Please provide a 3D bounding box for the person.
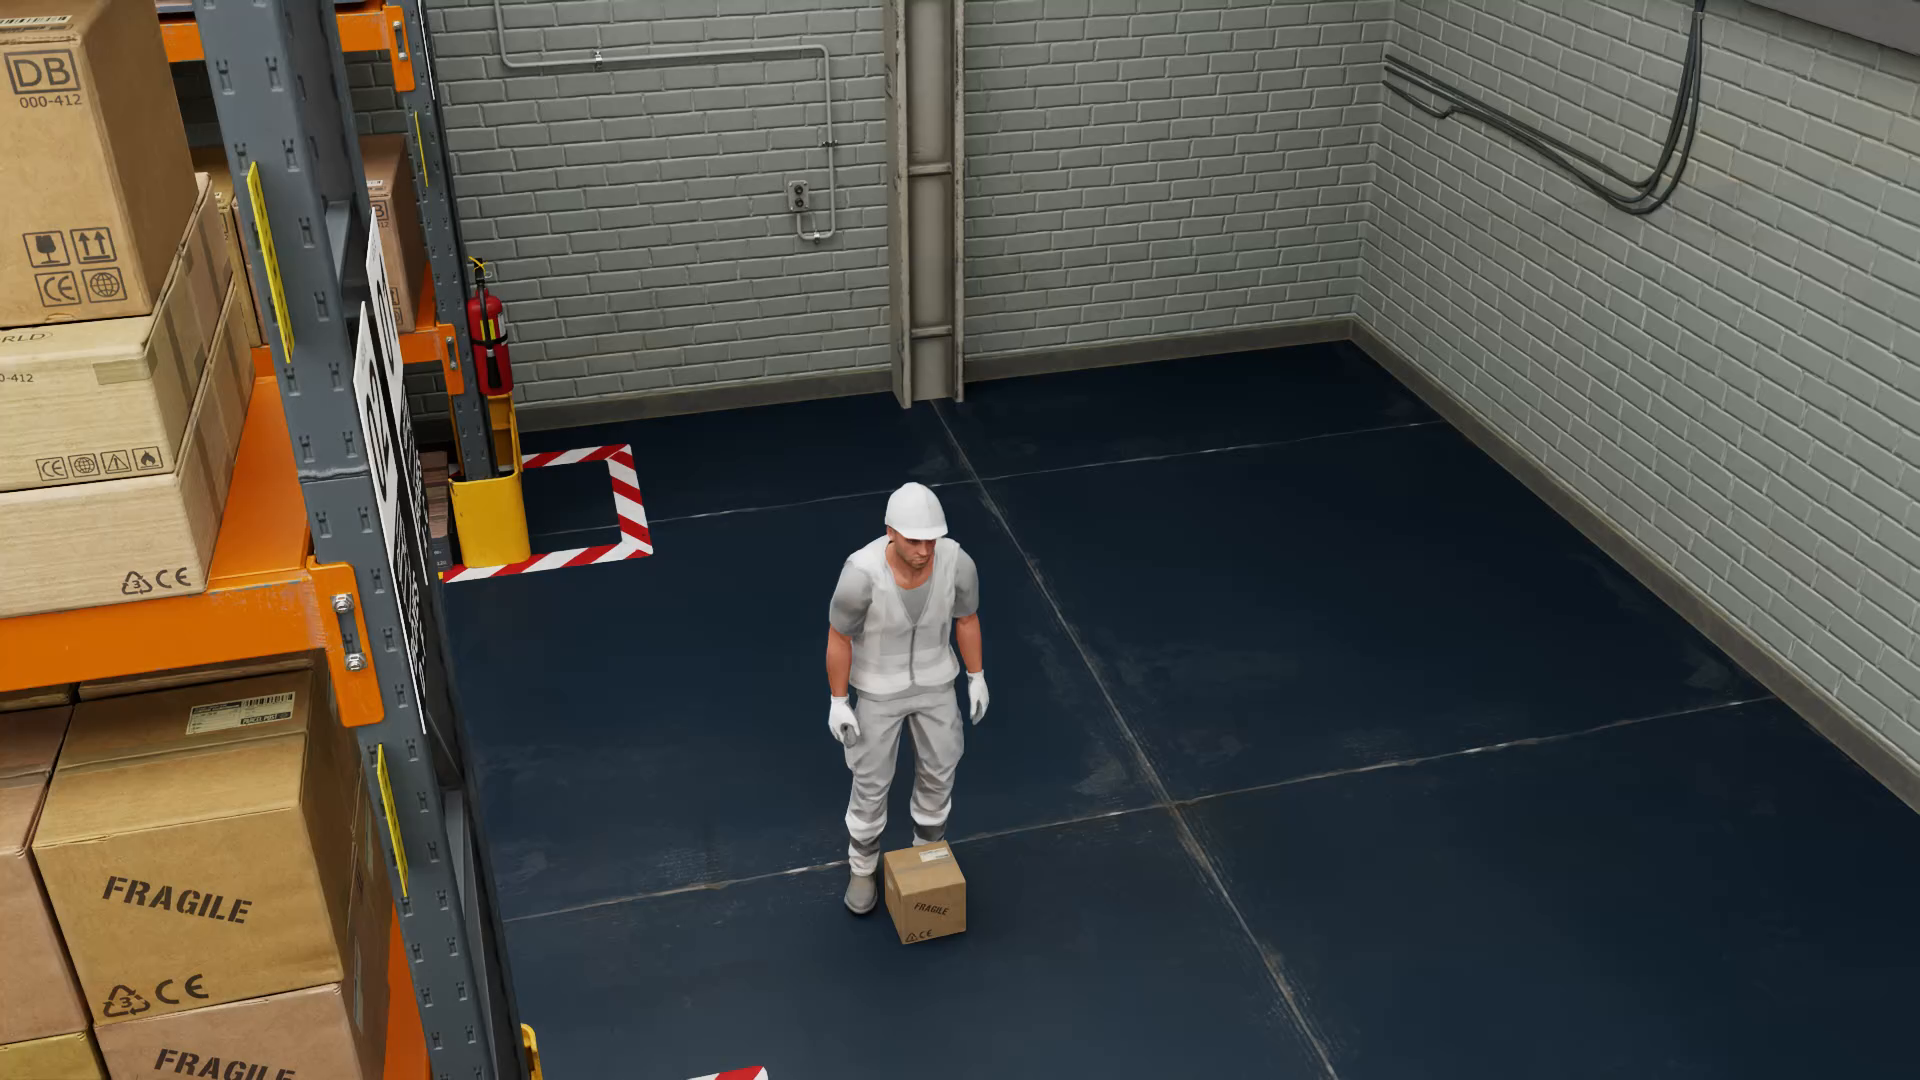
[{"bbox_3d":[-0.191,0.567,6.131,0.623,1.780,0.446,-9,31,-15],"label":"person"}]
